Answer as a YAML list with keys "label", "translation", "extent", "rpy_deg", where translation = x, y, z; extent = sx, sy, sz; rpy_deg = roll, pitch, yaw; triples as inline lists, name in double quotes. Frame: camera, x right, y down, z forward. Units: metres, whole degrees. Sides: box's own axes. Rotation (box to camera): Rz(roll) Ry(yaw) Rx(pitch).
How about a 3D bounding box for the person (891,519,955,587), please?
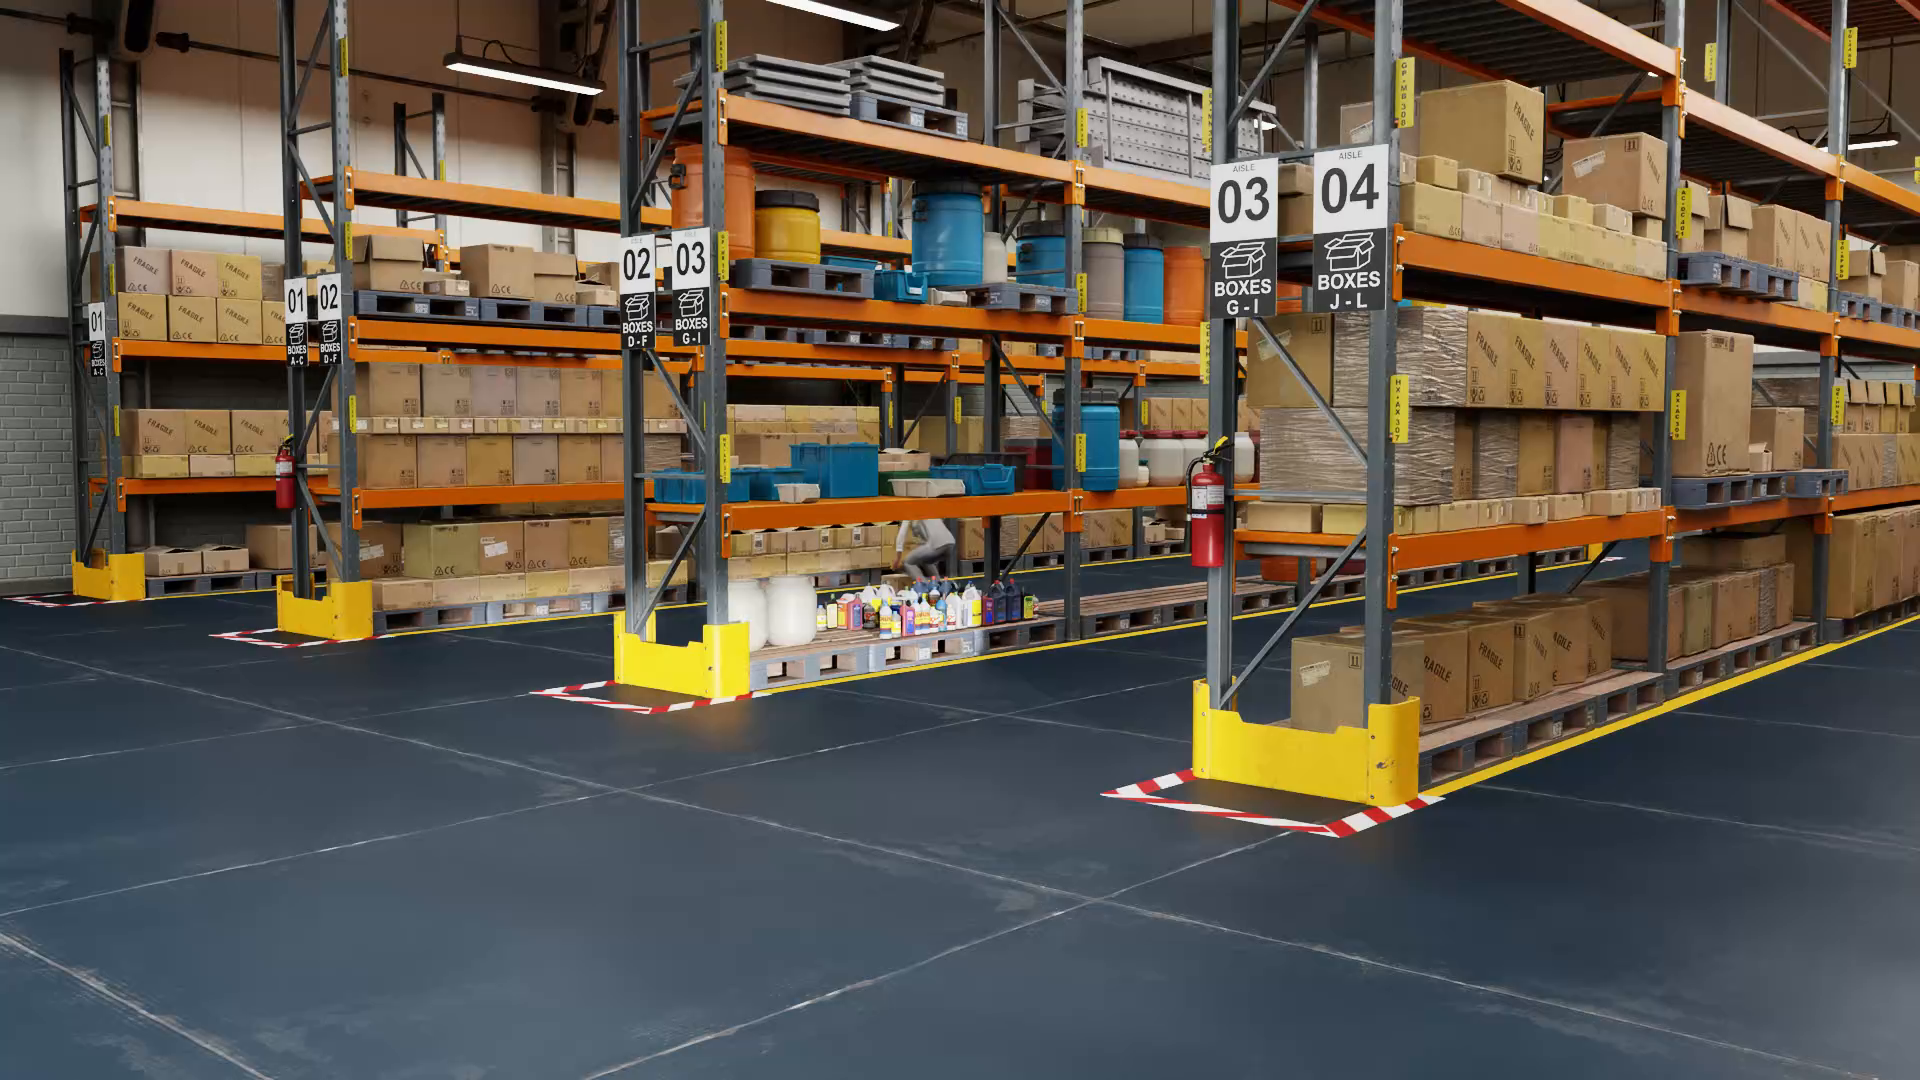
- label: "person"
  translation: [-0.403, 0.102, 17.876]
  extent: [0.736, 1.115, 0.463]
  rpy_deg: [3, 5, 41]
